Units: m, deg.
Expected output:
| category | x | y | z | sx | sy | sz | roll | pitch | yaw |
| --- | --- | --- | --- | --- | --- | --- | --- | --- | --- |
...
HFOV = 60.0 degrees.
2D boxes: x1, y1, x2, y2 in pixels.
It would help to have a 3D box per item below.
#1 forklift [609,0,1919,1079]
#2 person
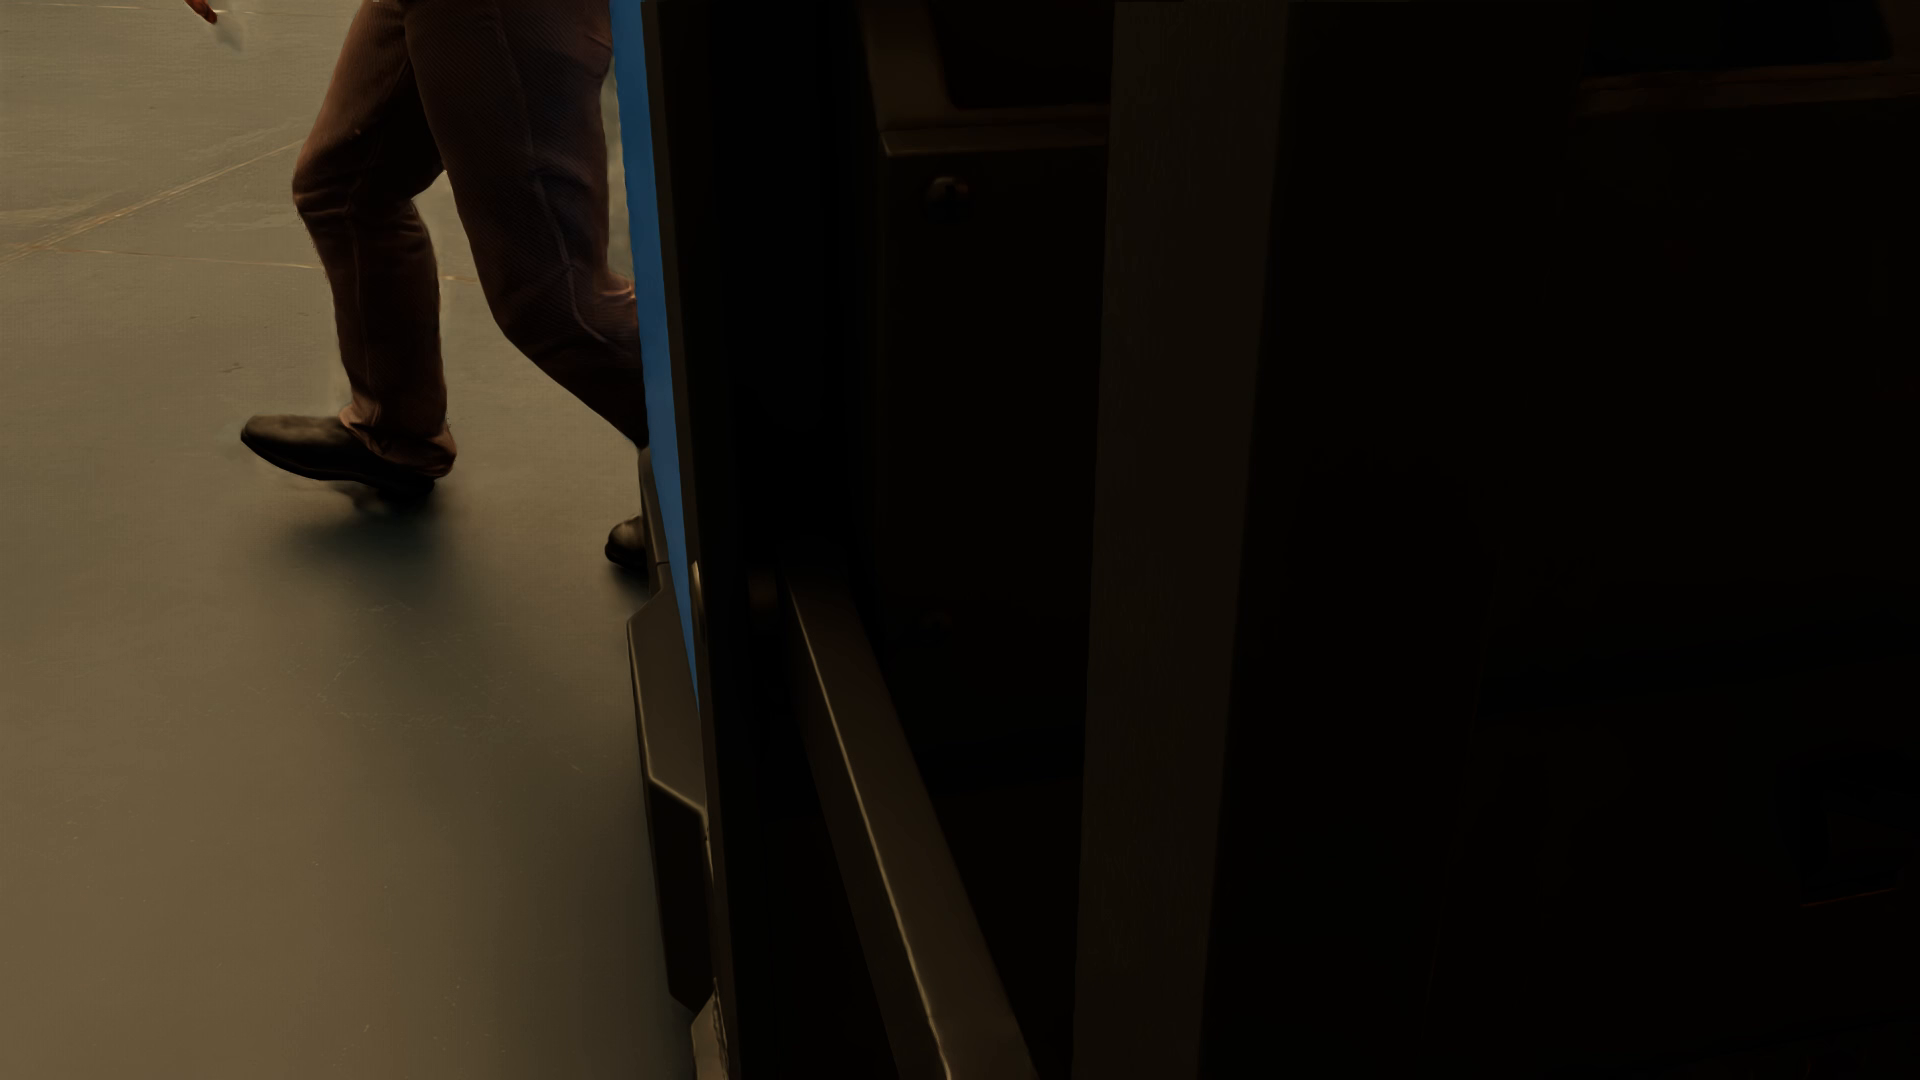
| category | x | y | z | sx | sy | sz | roll | pitch | yaw |
| --- | --- | --- | --- | --- | --- | --- | --- | --- | --- |
| forklift | 0.460 | -0.565 | 0.366 | 1.130 | 2.935 | 3.031 | -6 | 27 | -12 |
| person | -0.665 | -0.761 | 2.207 | 0.866 | 1.656 | 0.670 | -5 | 27 | -10 |
